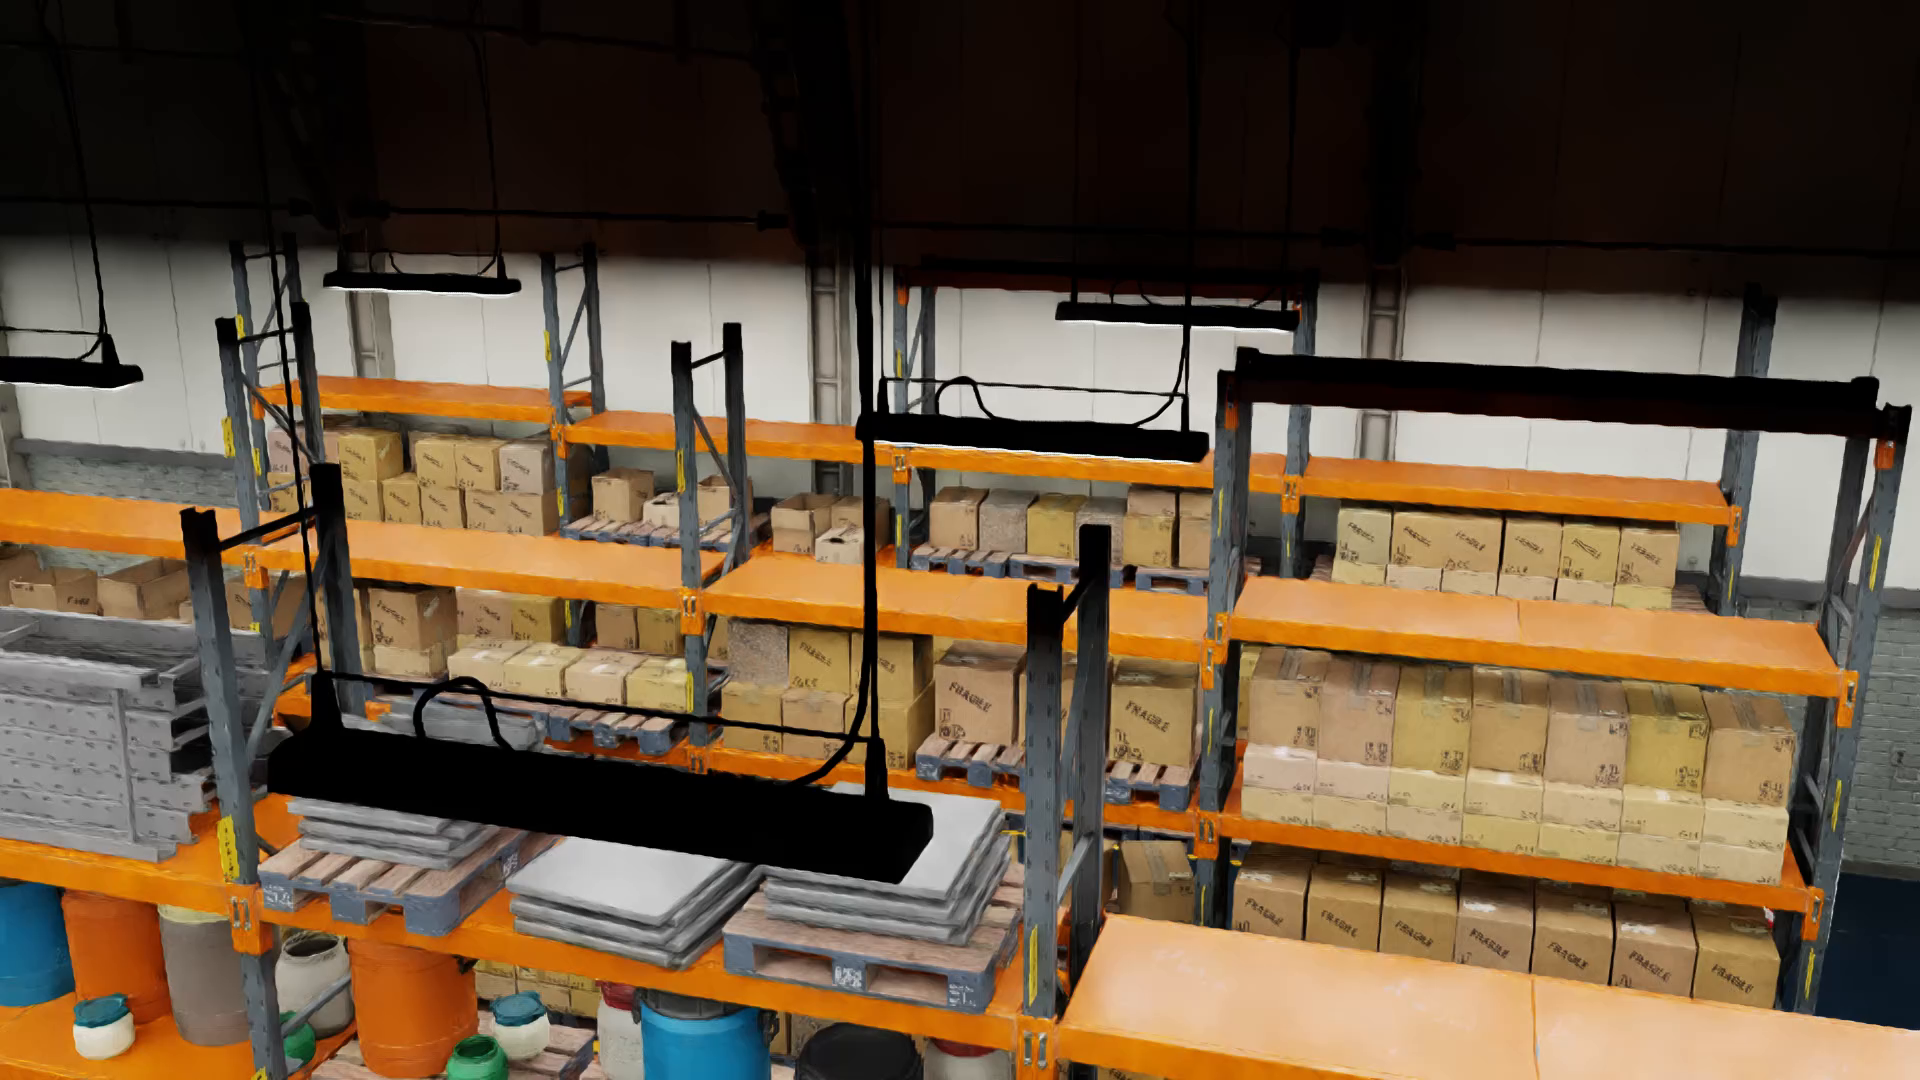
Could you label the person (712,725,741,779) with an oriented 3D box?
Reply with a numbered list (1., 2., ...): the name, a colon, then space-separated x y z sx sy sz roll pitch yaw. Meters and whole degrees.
1. person: -2.365 2.460 17.321 0.999 1.580 0.478 2 16 8
